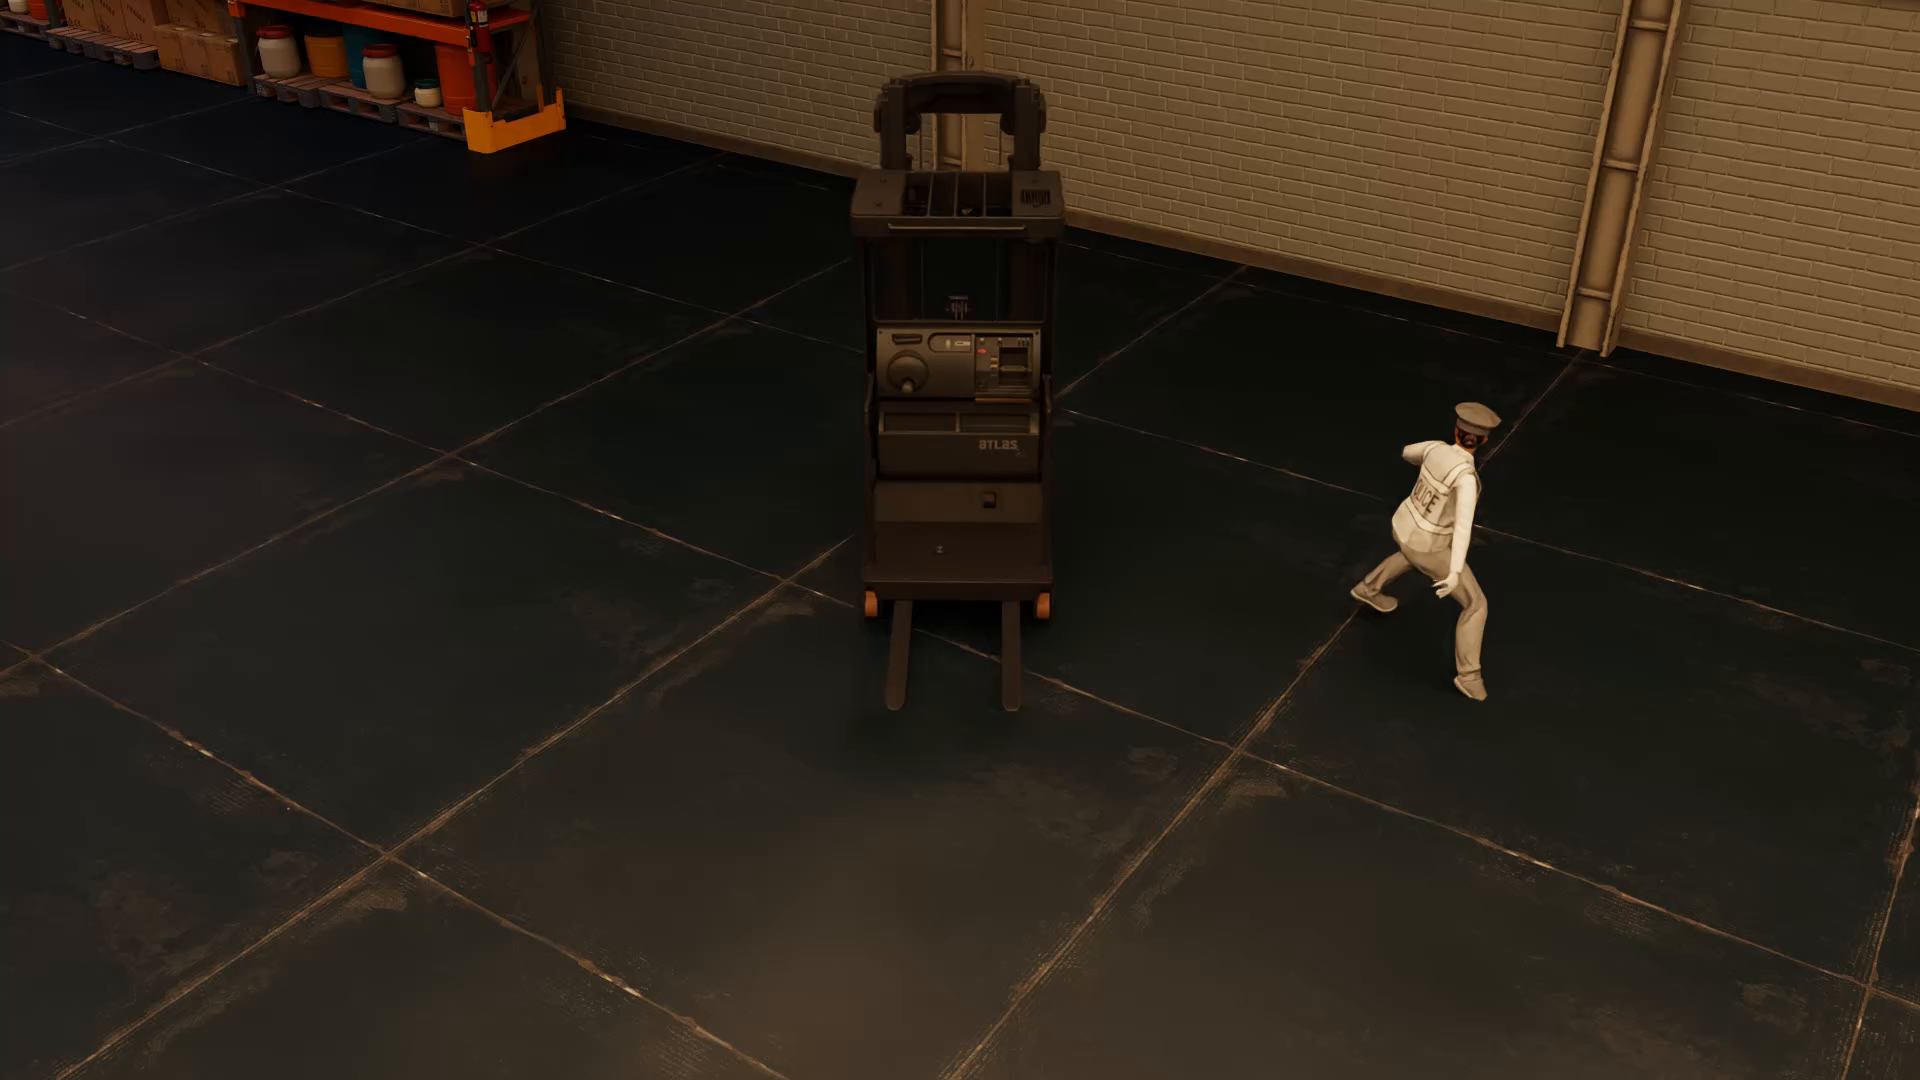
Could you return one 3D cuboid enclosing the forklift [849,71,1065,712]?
[{"bbox_3d":[-0.009,-0.961,9.236,1.130,2.935,3.031,0,30,1],"label":"forklift"}]

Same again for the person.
[{"bbox_3d":[2.604,0.041,9.024,0.529,1.608,1.056,-4,30,-7],"label":"person"}]
